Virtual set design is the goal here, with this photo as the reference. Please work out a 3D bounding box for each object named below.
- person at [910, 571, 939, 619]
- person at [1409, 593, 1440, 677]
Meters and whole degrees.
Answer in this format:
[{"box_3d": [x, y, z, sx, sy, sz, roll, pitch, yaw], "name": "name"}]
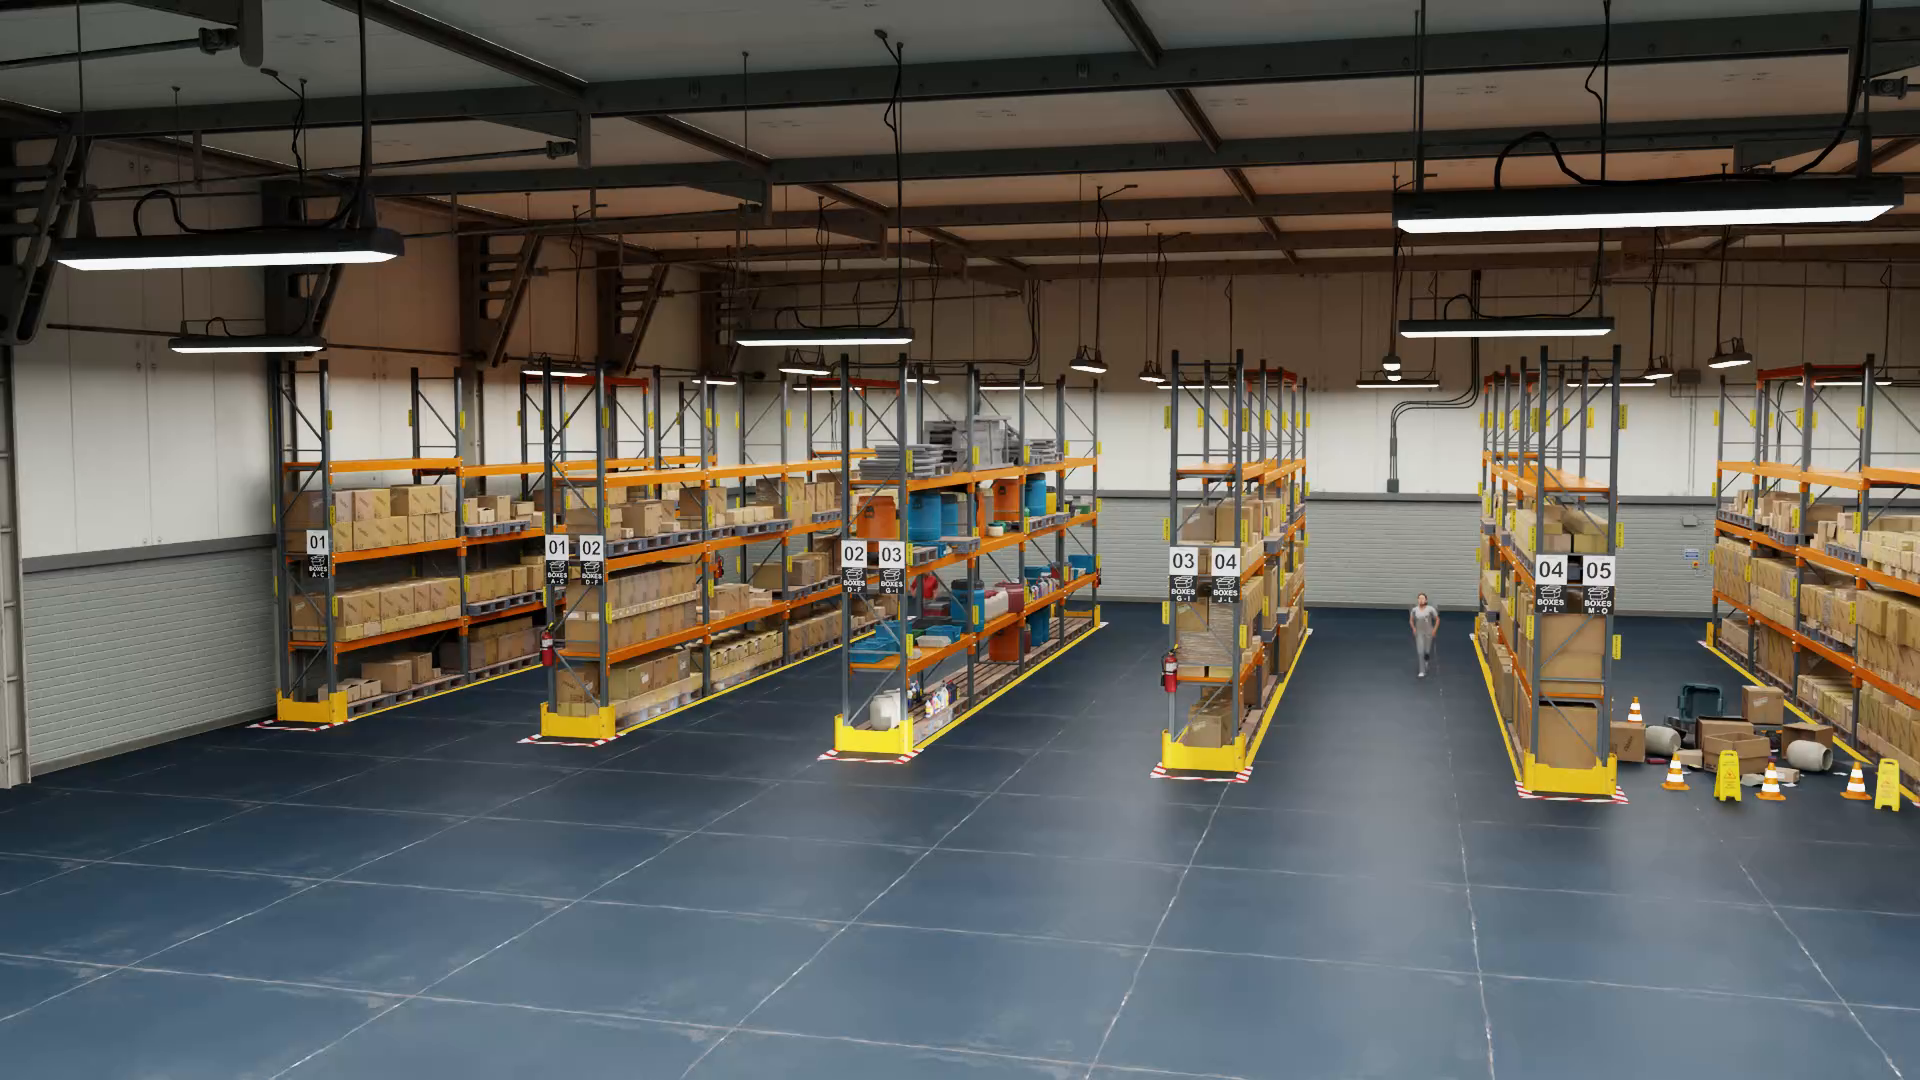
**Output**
[{"box_3d": [-0.804, 1.456, 37.714, 0.657, 1.714, 0.703, 0, 4, 0], "name": "person"}, {"box_3d": [9.080, 1.848, 32.533, 0.573, 1.640, 0.642, 2, 4, 23], "name": "person"}]
